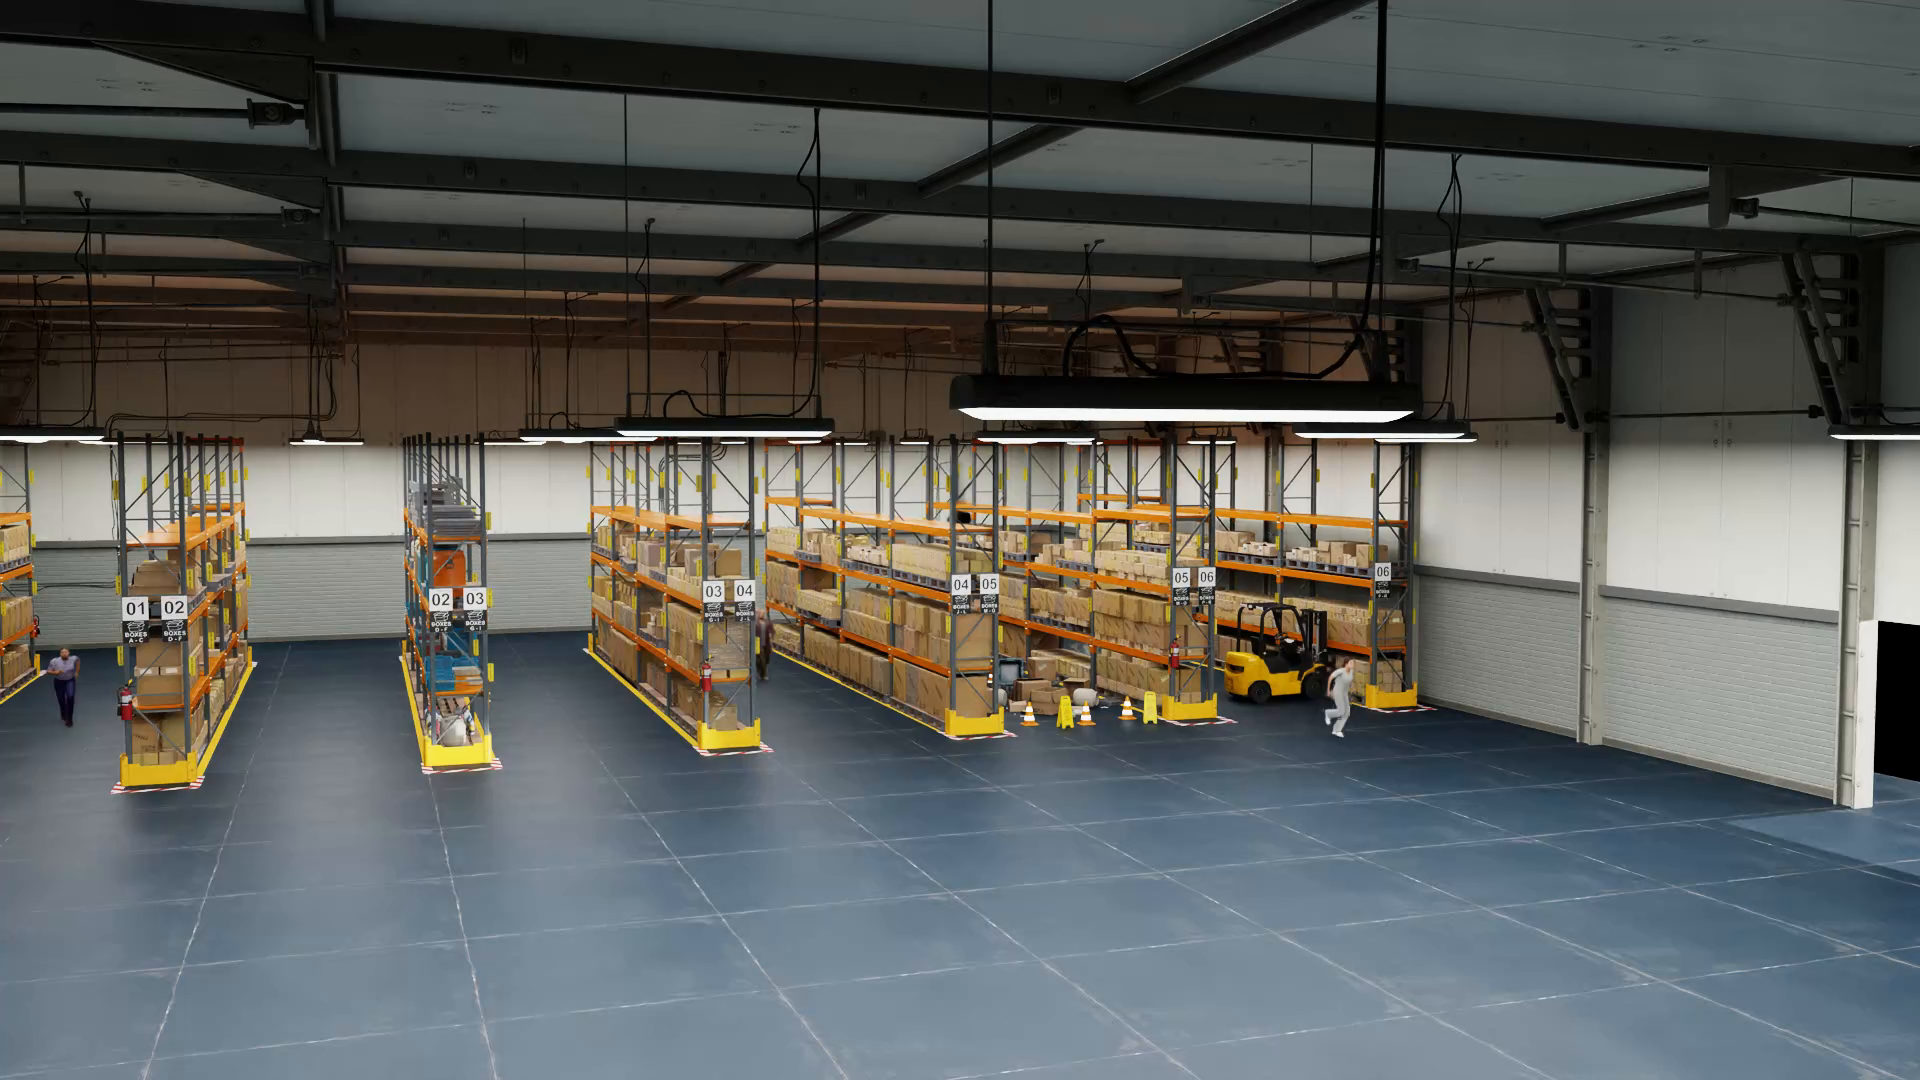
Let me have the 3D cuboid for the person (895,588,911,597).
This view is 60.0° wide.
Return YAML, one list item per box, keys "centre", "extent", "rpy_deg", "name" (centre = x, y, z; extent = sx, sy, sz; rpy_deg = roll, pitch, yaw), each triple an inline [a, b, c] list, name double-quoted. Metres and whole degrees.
- centre: [-1.740, 2.020, 46.622]
  extent: [0.628, 1.826, 0.755]
  rpy_deg: [-2, 4, -28]
  name: "person"

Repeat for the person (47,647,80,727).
- centre: [-18.541, 3.028, 34.433]
  extent: [0.597, 1.660, 0.923]
  rpy_deg: [-2, 4, -27]
  name: "person"

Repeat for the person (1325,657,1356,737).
- centre: [7.570, 3.107, 33.126]
  extent: [0.554, 1.600, 0.706]
  rpy_deg: [-2, 4, -38]
  name: "person"

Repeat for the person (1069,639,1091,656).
- centre: [3.169, 2.376, 44.314]
  extent: [0.693, 1.796, 0.888]
  rpy_deg: [-1, 3, -17]
  name: "person"

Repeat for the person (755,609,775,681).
- centre: [-4.893, 2.573, 40.892]
  extent: [0.711, 1.750, 0.871]
  rpy_deg: [-2, 4, -27]
  name: "person"
